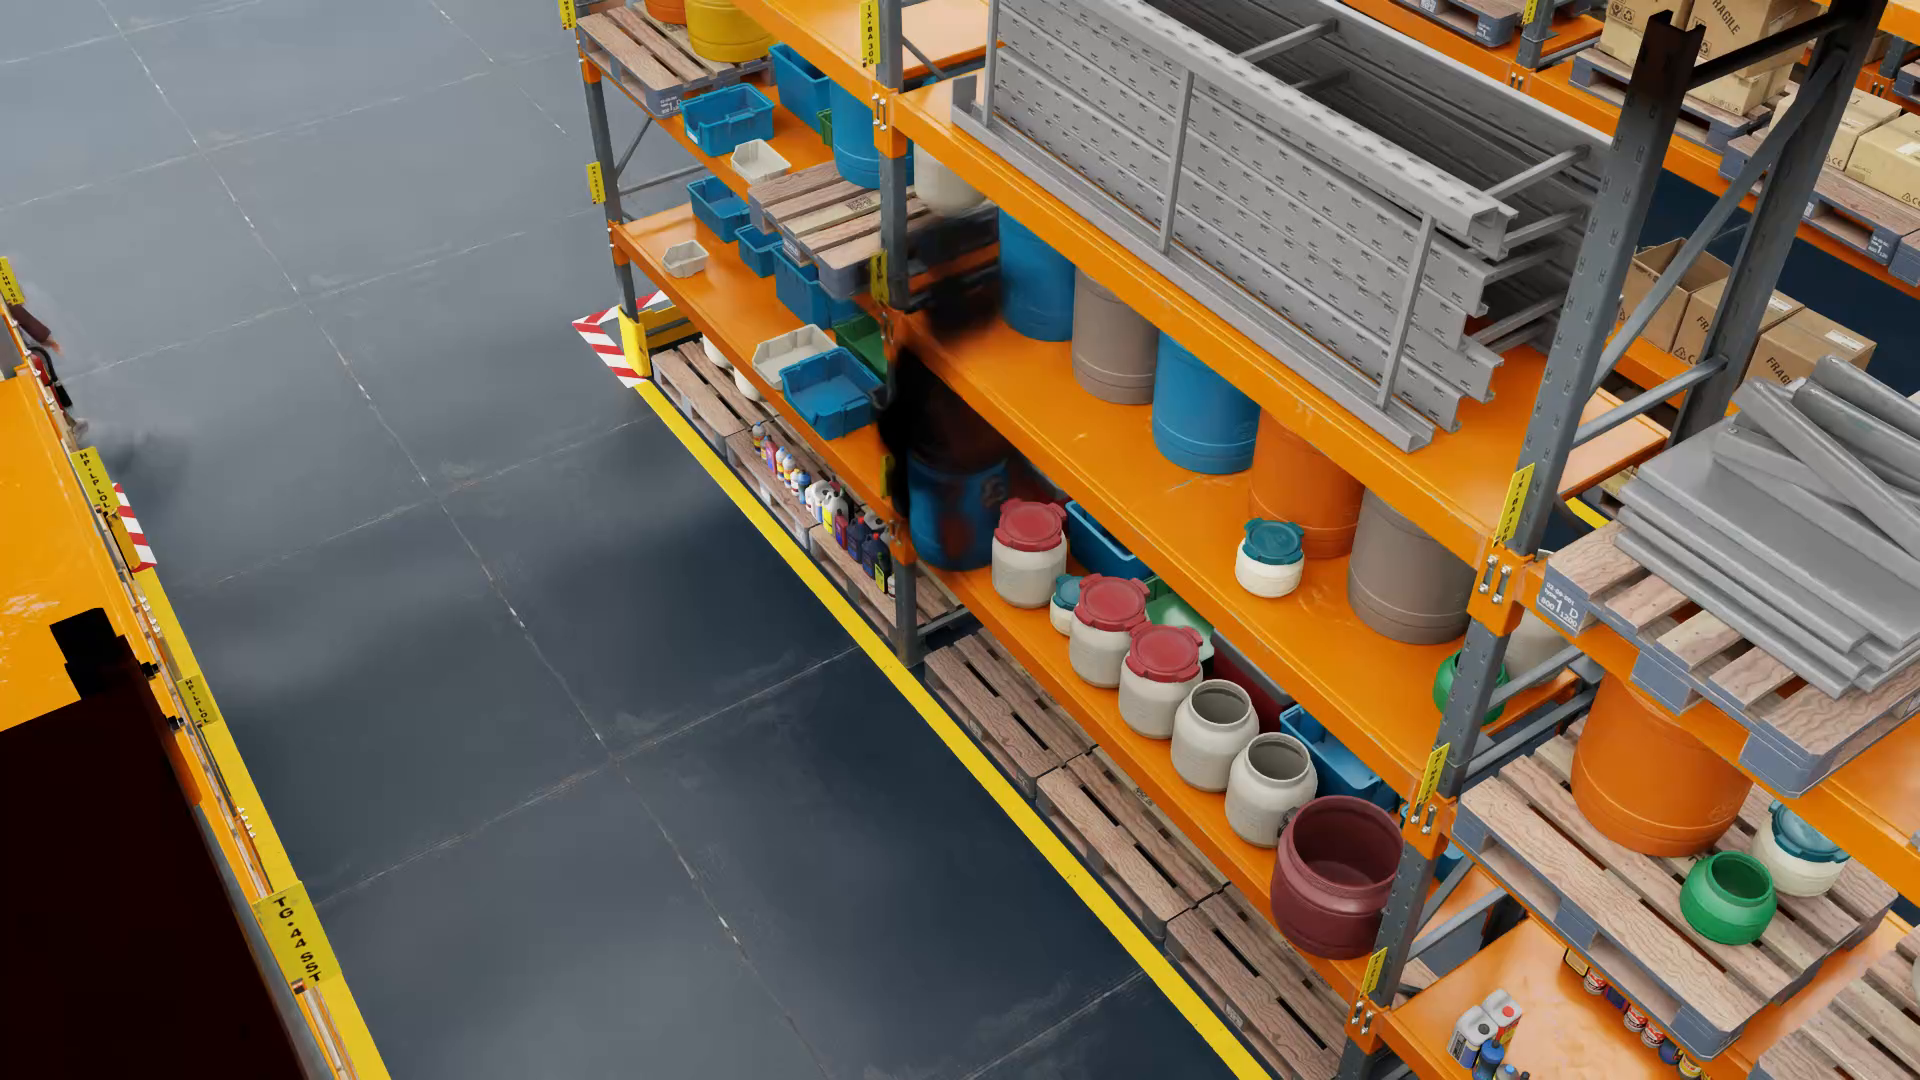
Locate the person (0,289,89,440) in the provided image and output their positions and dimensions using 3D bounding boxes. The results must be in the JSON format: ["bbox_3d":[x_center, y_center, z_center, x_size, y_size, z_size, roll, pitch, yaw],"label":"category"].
[{"bbox_3d":[-6.812,-1.233,11.839,0.587,1.761,0.715,19,46,19],"label":"person"}]

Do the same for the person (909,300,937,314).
[{"bbox_3d":[-0.419,-2.304,13.143,0.521,1.546,0.549,27,49,27],"label":"person"}]
